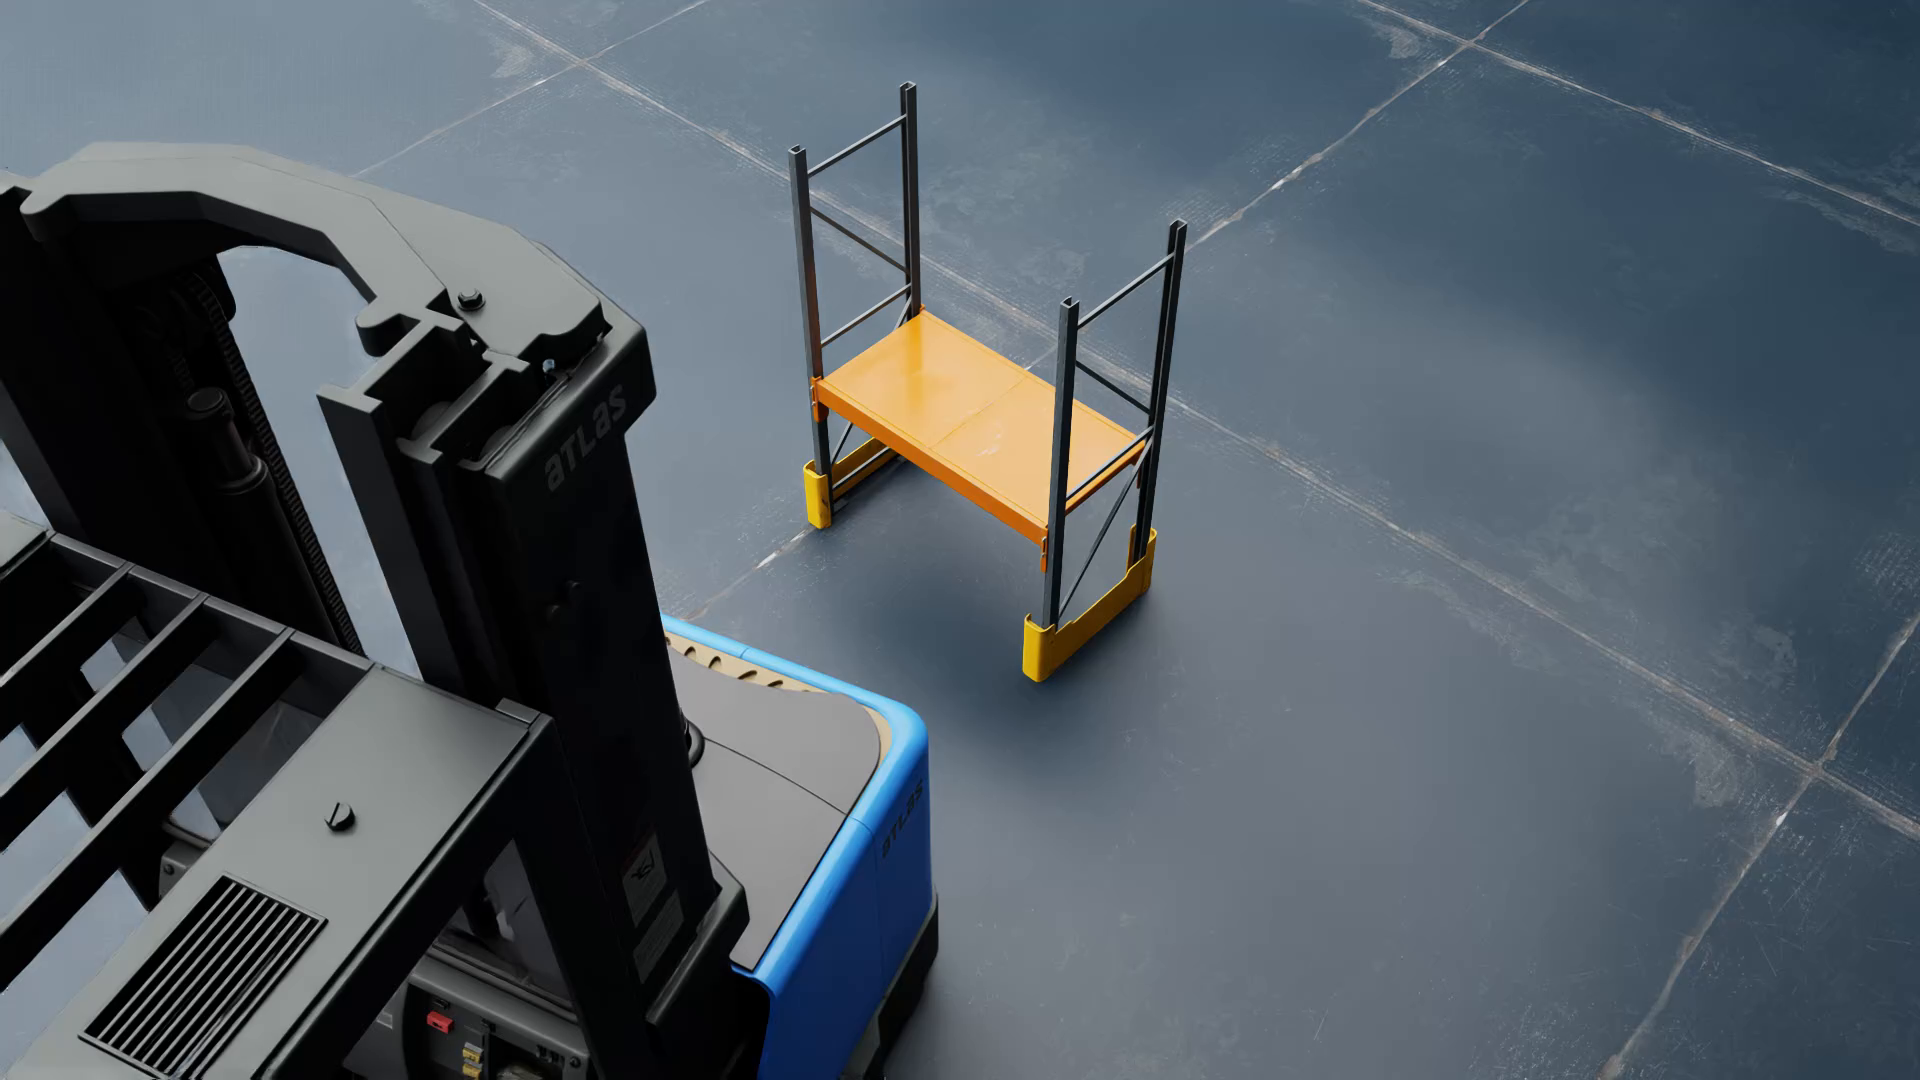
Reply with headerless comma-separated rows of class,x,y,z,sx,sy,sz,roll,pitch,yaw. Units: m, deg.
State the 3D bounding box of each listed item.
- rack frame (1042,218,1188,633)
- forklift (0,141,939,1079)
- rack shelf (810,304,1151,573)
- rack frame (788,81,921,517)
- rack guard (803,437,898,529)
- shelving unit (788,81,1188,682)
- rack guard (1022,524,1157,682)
rack frame,0.436,-0.220,4.928,0.032,1.500,0.500,34,55,28
forklift,-1.139,0.965,2.833,1.130,2.935,3.031,19,50,17
rack shelf,0.063,-0.348,5.295,1.000,0.185,0.538,34,55,28
rack frame,-0.311,-0.723,5.400,0.032,1.500,0.500,34,55,28
rack guard,-0.310,-0.294,5.855,0.087,0.250,0.587,34,55,28
shelving unit,0.056,-0.476,5.168,1.083,1.500,0.587,34,55,28
rack guard,0.422,0.198,5.392,0.087,0.250,0.587,34,55,28
